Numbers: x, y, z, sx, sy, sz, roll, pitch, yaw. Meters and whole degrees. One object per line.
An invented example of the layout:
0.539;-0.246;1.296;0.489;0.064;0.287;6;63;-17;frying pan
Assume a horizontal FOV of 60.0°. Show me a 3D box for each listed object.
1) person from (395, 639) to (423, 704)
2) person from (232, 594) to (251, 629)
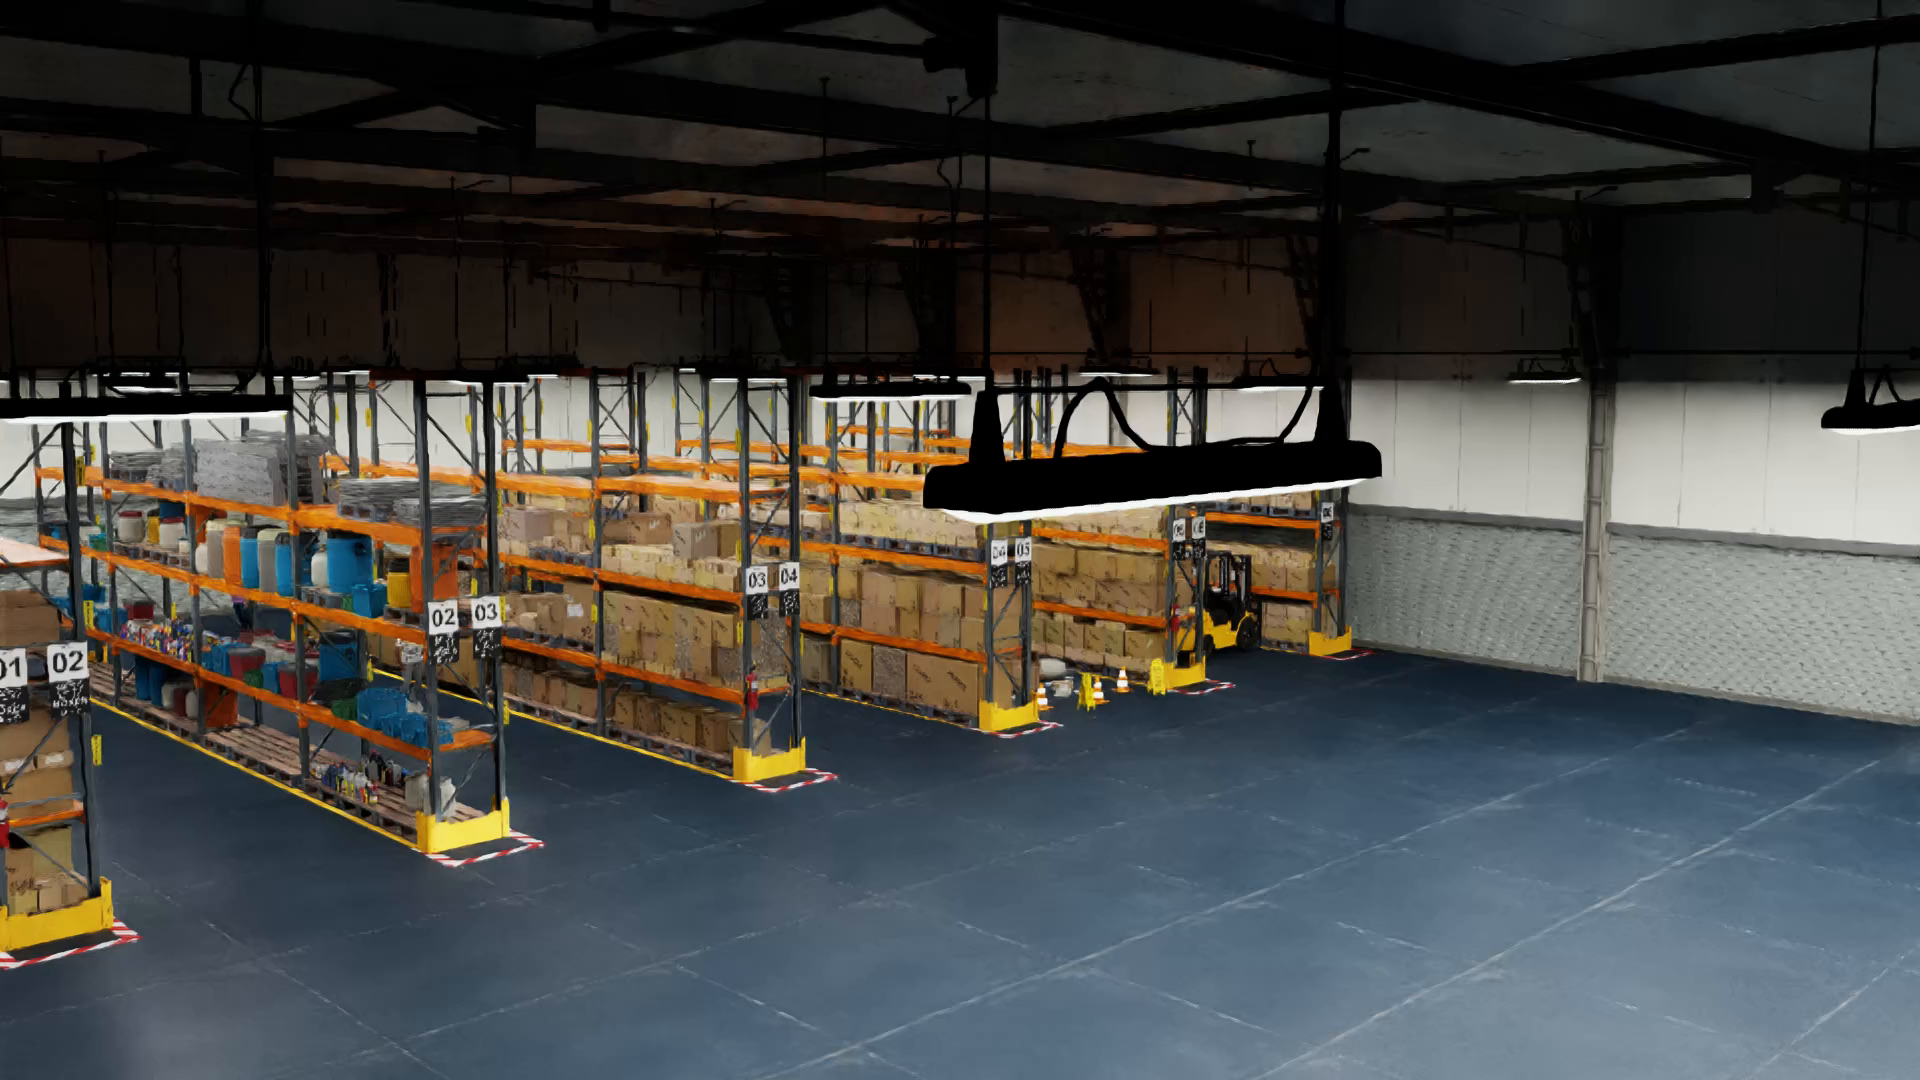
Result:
-9.817;2.173;29.776;0.532;1.629;0.592;6;9;43;person
-15.863;1.380;36.813;0.560;1.590;0.423;2;7;18;person
